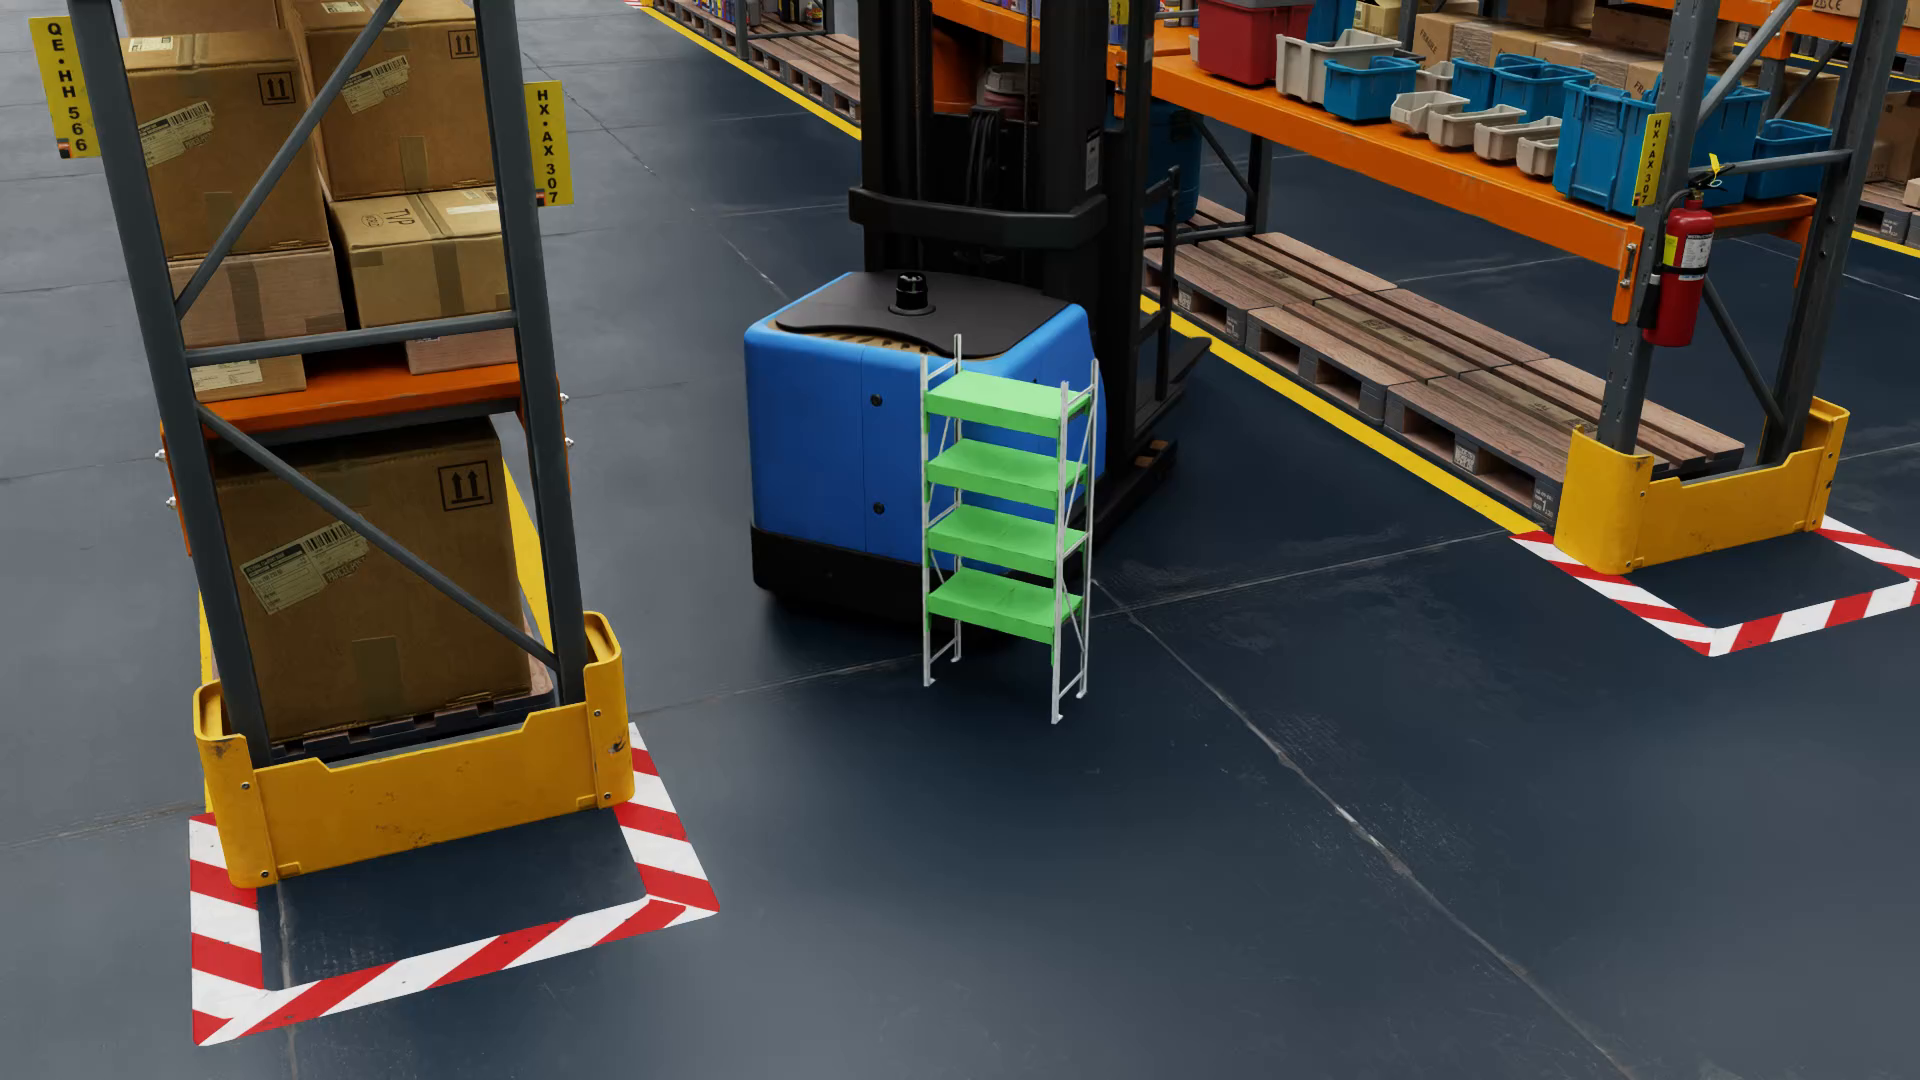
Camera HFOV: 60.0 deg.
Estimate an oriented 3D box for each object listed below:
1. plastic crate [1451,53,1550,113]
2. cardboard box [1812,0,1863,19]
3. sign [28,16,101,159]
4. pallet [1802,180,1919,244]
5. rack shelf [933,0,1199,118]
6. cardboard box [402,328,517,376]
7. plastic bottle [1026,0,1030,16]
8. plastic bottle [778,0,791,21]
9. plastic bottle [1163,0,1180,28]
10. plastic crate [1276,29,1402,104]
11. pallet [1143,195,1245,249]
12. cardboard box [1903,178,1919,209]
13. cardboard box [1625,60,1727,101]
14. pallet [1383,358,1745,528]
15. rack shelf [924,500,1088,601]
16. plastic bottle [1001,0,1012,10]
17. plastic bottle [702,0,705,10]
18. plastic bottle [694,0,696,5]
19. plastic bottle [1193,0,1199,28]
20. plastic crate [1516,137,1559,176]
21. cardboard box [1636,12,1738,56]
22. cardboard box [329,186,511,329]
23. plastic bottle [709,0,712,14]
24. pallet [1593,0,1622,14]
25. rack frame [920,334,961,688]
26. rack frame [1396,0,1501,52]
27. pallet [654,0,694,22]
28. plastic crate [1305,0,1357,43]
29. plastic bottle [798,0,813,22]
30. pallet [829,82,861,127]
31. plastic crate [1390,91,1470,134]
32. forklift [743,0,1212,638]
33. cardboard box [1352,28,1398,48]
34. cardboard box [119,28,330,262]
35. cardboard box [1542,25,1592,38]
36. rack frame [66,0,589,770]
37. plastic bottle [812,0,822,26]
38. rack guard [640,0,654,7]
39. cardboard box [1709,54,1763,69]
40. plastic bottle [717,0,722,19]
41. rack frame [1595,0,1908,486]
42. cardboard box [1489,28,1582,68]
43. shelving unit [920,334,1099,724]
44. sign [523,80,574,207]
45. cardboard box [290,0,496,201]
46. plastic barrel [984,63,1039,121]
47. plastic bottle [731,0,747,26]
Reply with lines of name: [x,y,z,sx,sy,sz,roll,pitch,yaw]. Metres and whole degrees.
plastic crate: [2.530,-2.139,7.834,0.416,0.233,0.300,-11,28,-21]
cardboard box: [5.899,-3.635,10.662,0.500,0.500,0.500,-10,28,-19]
sign: [-2.105,-1.066,3.926,0.100,0.325,0.005,-11,28,-21]
pallet: [6.218,-2.312,11.245,1.003,0.211,1.213,-11,28,-21]
rack shelf: [0.608,-3.477,11.273,1.077,0.370,4.000,-11,28,-21]
cardboard box: [-1.435,-0.614,4.876,0.380,0.149,0.250,-10,28,-20]
plastic bottle: [0.475,-3.455,10.634,0.097,0.201,0.097,0,26,0]
plastic bottle: [-1.809,-5.602,17.323,0.144,0.351,0.185,-11,28,-21]
plastic bottle: [1.309,-3.275,10.265,0.097,0.201,0.097,0,26,0]
plastic crate: [1.819,-2.319,8.147,0.437,0.282,0.530,-11,28,-21]
pallet: [1.127,-2.059,10.726,1.003,0.211,1.213,-11,28,-21]
cardboard box: [6.263,-2.213,10.592,0.380,0.166,0.250,-11,28,-21]
cardboard box: [5.307,-3.268,12.372,0.500,0.500,0.500,-10,28,-20]
pallet: [2.670,-0.465,7.461,1.003,0.211,1.213,-11,28,-21]
rack shelf: [0.153,0.029,5.468,0.480,0.148,0.258,14,29,26]
plastic bottle: [0.322,-3.629,10.896,0.061,0.283,0.133,-11,28,-21]
plastic bottle: [-2.751,-5.885,17.993,0.097,0.271,0.097,0,26,0]
plastic bottle: [-2.885,-6.024,18.277,0.097,0.271,0.097,0,26,0]
plastic bottle: [1.487,-3.293,10.223,0.097,0.271,0.097,0,26,0]
plastic crate: [2.471,-1.585,6.809,0.396,0.136,0.243,-11,28,-21]
cardboard box: [5.593,-3.895,12.801,0.500,0.250,0.500,-11,28,-20]
cardboard box: [-1.540,-0.834,4.871,0.500,0.250,0.500,-11,28,-22]
plastic bottle: [-2.633,-5.763,17.743,0.097,0.271,0.097,0,26,0]
pallet: [7.680,-6.358,19.531,1.003,0.211,1.213,-11,28,-21]
rack frame: [-0.060,-0.080,5.546,0.015,1.200,0.240,14,29,26]
rack frame: [4.384,-5.457,14.509,1.000,3.000,0.127,-11,28,-21]
pallet: [-2.922,-6.233,19.275,1.003,0.211,1.213,-11,28,-21]
plastic crate: [1.888,-2.883,9.186,0.392,0.384,0.575,-11,28,-21]
plastic bottle: [-1.615,-5.526,17.253,0.152,0.276,0.135,-10,28,-19]
pallet: [-0.443,-3.674,14.035,1.003,0.211,1.213,-11,28,-21]
plastic crate: [2.107,-1.929,7.514,0.298,0.136,0.250,-11,28,-21]
forklift: [0.307,-1.588,6.661,1.130,2.935,3.031,12,28,23]
cardboard box: [3.953,-4.581,15.369,0.500,0.250,0.500,-10,28,-19]
cardboard box: [-2.033,-1.082,4.524,0.500,0.500,0.500,-10,28,-20]
cardboard box: [5.168,-3.986,13.842,0.500,0.500,0.500,-12,28,-22]
rack frame: [-1.600,-0.527,4.411,1.000,3.000,0.127,-11,28,-21]
plastic bottle: [-1.464,-5.398,16.996,0.097,0.271,0.097,0,26,0]
rack guard: [-3.236,-6.692,19.886,1.175,0.500,0.348,-11,28,-21]
cardboard box: [5.766,-3.368,12.576,0.500,0.500,0.500,-10,28,-20]
plastic bottle: [-2.461,-5.648,17.418,0.144,0.351,0.185,-11,28,-21]
rack frame: [2.957,-1.378,6.154,1.000,3.000,0.127,-11,28,-21]
cardboard box: [4.701,-3.885,13.636,0.500,0.500,0.500,-11,28,-21]
shelving unit: [0.153,-0.028,5.440,0.503,1.200,0.258,14,29,26]
sign: [-1.087,-1.045,4.394,0.100,0.325,0.005,-11,28,-21]
cardboard box: [-1.735,-1.373,5.119,0.500,0.500,0.500,-11,28,-22]
plastic barrel: [0.474,-3.062,11.873,0.600,0.588,0.708,-11,28,-21]
plastic bottle: [-2.260,-5.440,16.992,0.144,0.351,0.185,-11,28,-22]
